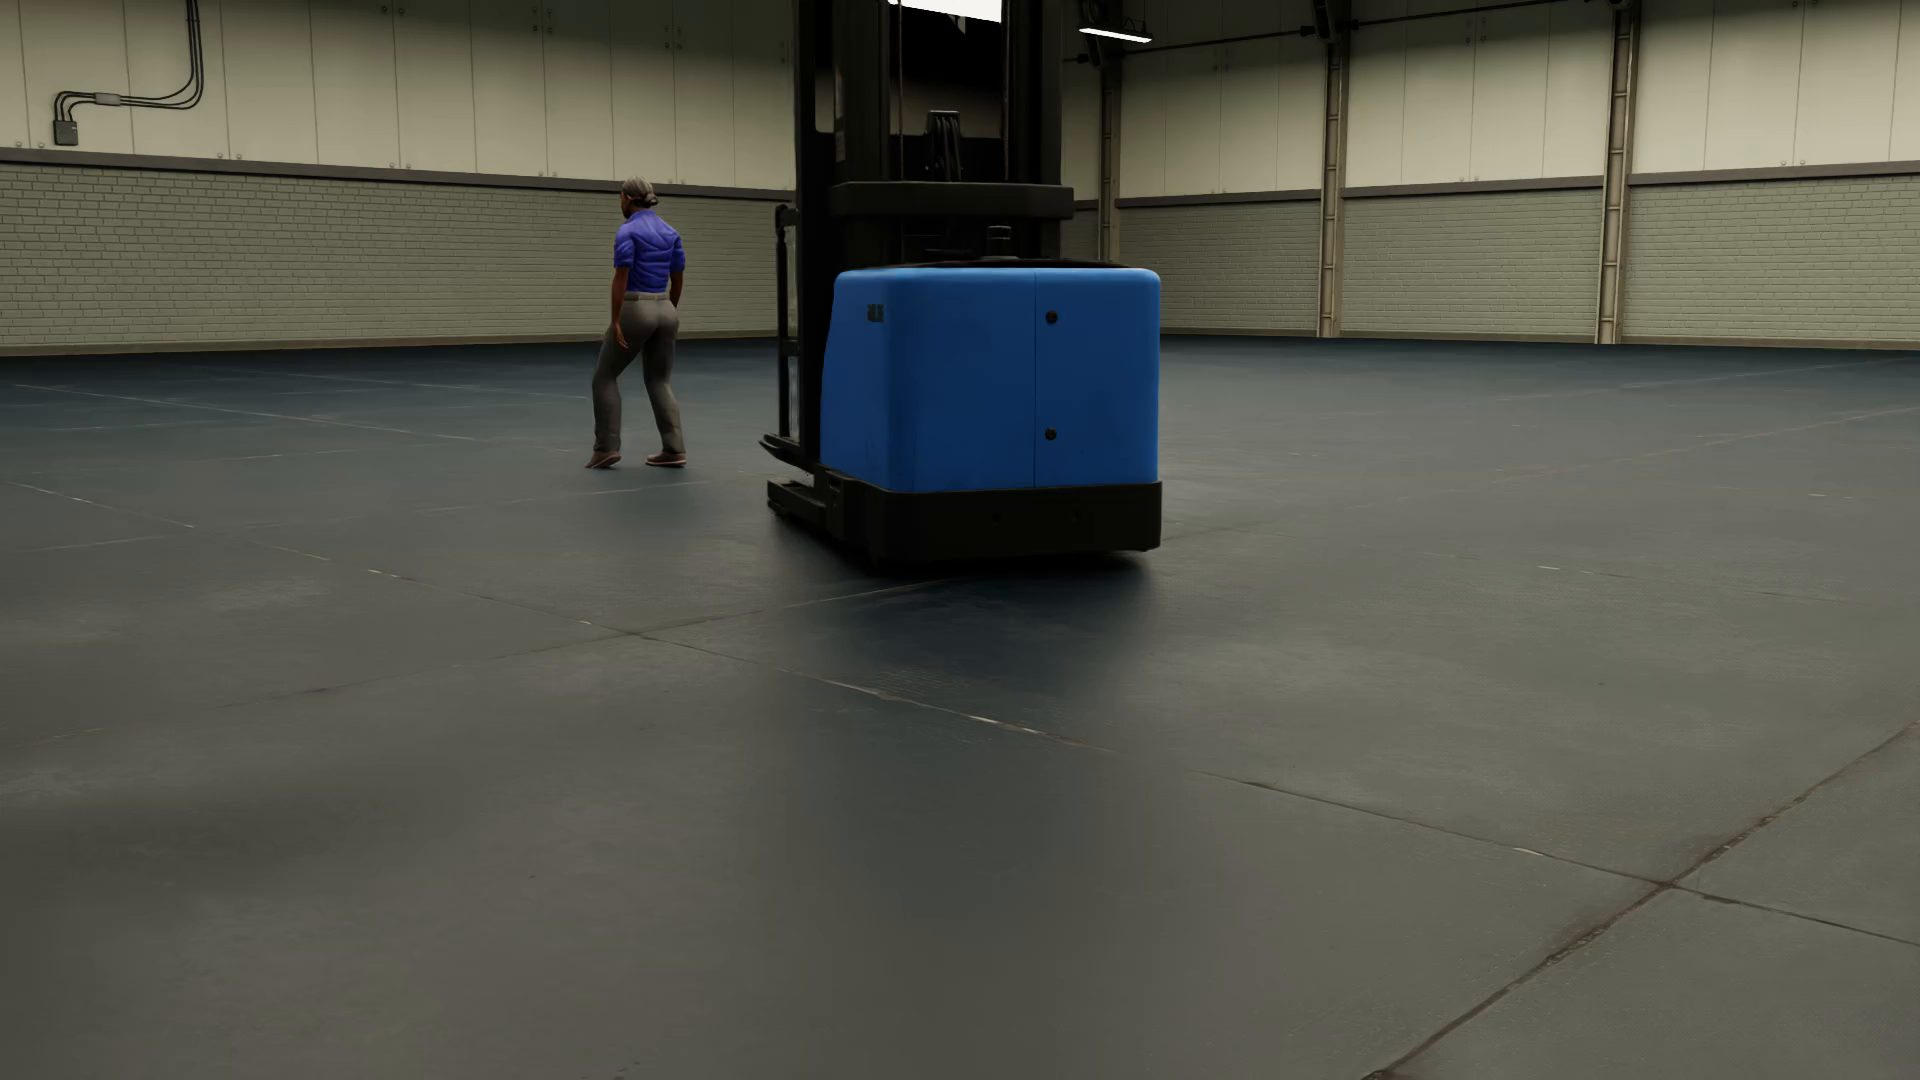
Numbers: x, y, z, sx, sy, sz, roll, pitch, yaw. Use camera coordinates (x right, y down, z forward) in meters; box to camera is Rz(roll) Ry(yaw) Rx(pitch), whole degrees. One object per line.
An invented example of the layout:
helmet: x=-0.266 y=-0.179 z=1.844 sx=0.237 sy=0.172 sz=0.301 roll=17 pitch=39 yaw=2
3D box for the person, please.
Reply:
person: x=-1.836 y=-1.205 z=9.445 sx=0.513 sy=1.704 sz=0.559 roll=7 pitch=11 yaw=37

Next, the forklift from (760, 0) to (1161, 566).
forklift: x=-0.221 y=-1.537 z=7.081 sx=1.130 sy=2.935 sz=3.031 roll=-3 pitch=9 yaw=-19
